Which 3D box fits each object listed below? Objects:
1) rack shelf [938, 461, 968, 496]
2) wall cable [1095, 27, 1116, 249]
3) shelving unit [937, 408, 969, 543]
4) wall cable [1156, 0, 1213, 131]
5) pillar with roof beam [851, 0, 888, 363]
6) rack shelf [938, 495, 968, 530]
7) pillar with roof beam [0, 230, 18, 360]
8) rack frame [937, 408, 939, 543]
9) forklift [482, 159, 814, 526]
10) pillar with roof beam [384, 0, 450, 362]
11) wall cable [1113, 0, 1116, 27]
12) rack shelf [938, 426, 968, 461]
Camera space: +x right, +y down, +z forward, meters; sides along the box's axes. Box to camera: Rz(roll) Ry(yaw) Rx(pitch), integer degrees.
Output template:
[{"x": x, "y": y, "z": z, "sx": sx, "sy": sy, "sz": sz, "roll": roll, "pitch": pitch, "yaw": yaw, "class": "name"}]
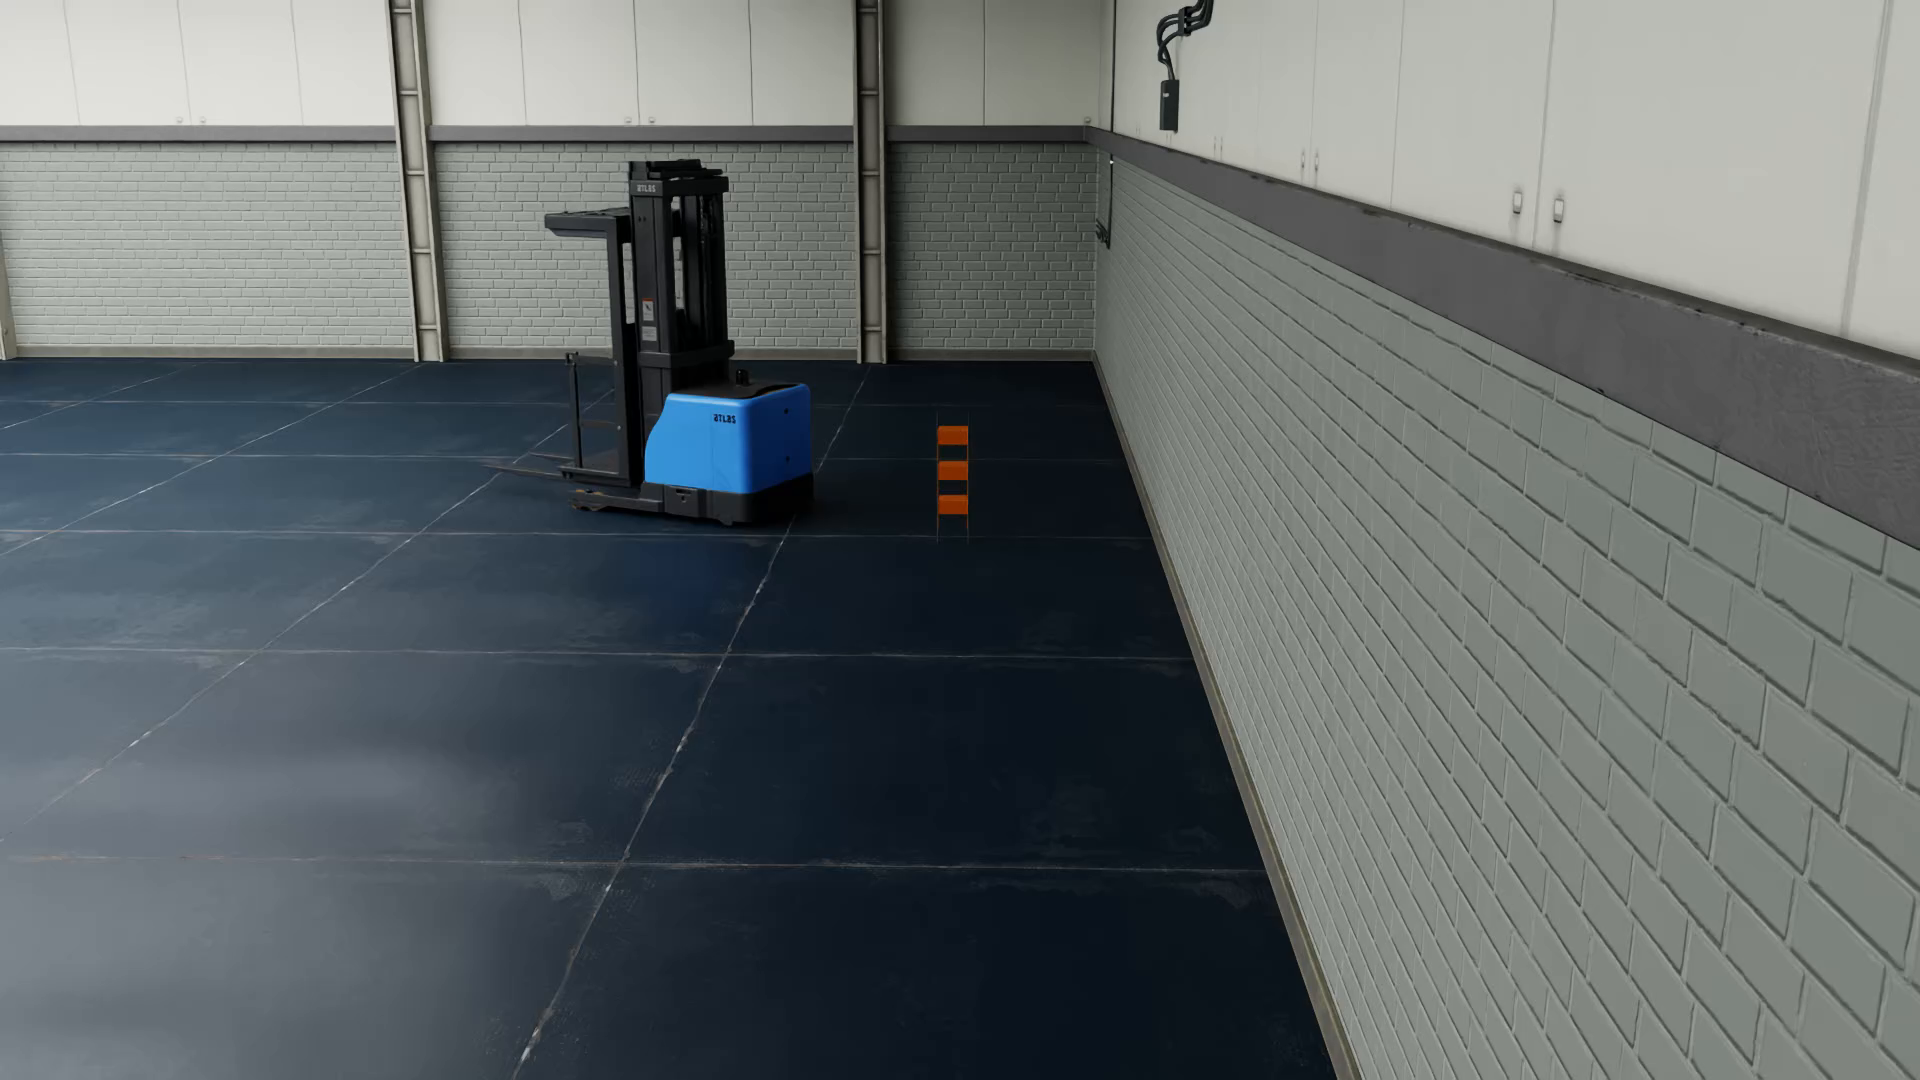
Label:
[{"x": -0.053, "y": -0.498, "z": 13.210, "sx": 0.240, "sy": 0.259, "sz": 0.215, "roll": 0, "pitch": 15, "yaw": 1, "class": "rack shelf"}, {"x": 1.734, "y": -4.906, "z": 20.381, "sx": 0.112, "sy": 2.526, "sz": 3.097, "roll": 0, "pitch": 15, "yaw": 1, "class": "wall cable"}, {"x": -0.053, "y": -0.508, "z": 13.207, "sx": 0.252, "sy": 1.050, "sz": 0.215, "roll": 0, "pitch": 15, "yaw": 1, "class": "shelving unit"}, {"x": 1.475, "y": -5.631, "z": 10.376, "sx": 0.169, "sy": 6.003, "sz": 2.305, "roll": 0, "pitch": 15, "yaw": 1, "class": "wall cable"}, {"x": -1.287, "y": -5.666, "z": 17.175, "sx": 0.400, "sy": 9.000, "sz": 9.100, "roll": 0, "pitch": 15, "yaw": 1, "class": "pillar with roof beam"}, {"x": -0.053, "y": -0.229, "z": 13.281, "sx": 0.240, "sy": 0.259, "sz": 0.215, "roll": 0, "pitch": 15, "yaw": 1, "class": "rack shelf"}, {"x": -13.284, "y": -5.744, "z": 17.471, "sx": 0.400, "sy": 9.000, "sz": 9.100, "roll": 0, "pitch": 15, "yaw": 1, "class": "pillar with roof beam"}, {"x": -0.175, "y": -0.509, "z": 13.210, "sx": 0.008, "sy": 1.050, "sz": 0.200, "roll": 0, "pitch": 15, "yaw": 1, "class": "rack frame"}, {"x": -2.819, "y": -1.774, "z": 14.320, "sx": 3.031, "sy": 2.935, "sz": 1.130, "roll": 7, "pitch": 16, "yaw": 26, "class": "forklift"}, {"x": -7.286, "y": -5.705, "z": 17.323, "sx": 0.400, "sy": 9.000, "sz": 9.100, "roll": 0, "pitch": 15, "yaw": 1, "class": "pillar with roof beam"}, {"x": 1.665, "y": -6.658, "z": 17.122, "sx": 0.112, "sy": 2.526, "sz": 3.097, "roll": 0, "pitch": 15, "yaw": 1, "class": "wall cable"}, {"x": -0.053, "y": -0.772, "z": 13.138, "sx": 0.240, "sy": 0.259, "sz": 0.215, "roll": 0, "pitch": 15, "yaw": 1, "class": "rack shelf"}]
